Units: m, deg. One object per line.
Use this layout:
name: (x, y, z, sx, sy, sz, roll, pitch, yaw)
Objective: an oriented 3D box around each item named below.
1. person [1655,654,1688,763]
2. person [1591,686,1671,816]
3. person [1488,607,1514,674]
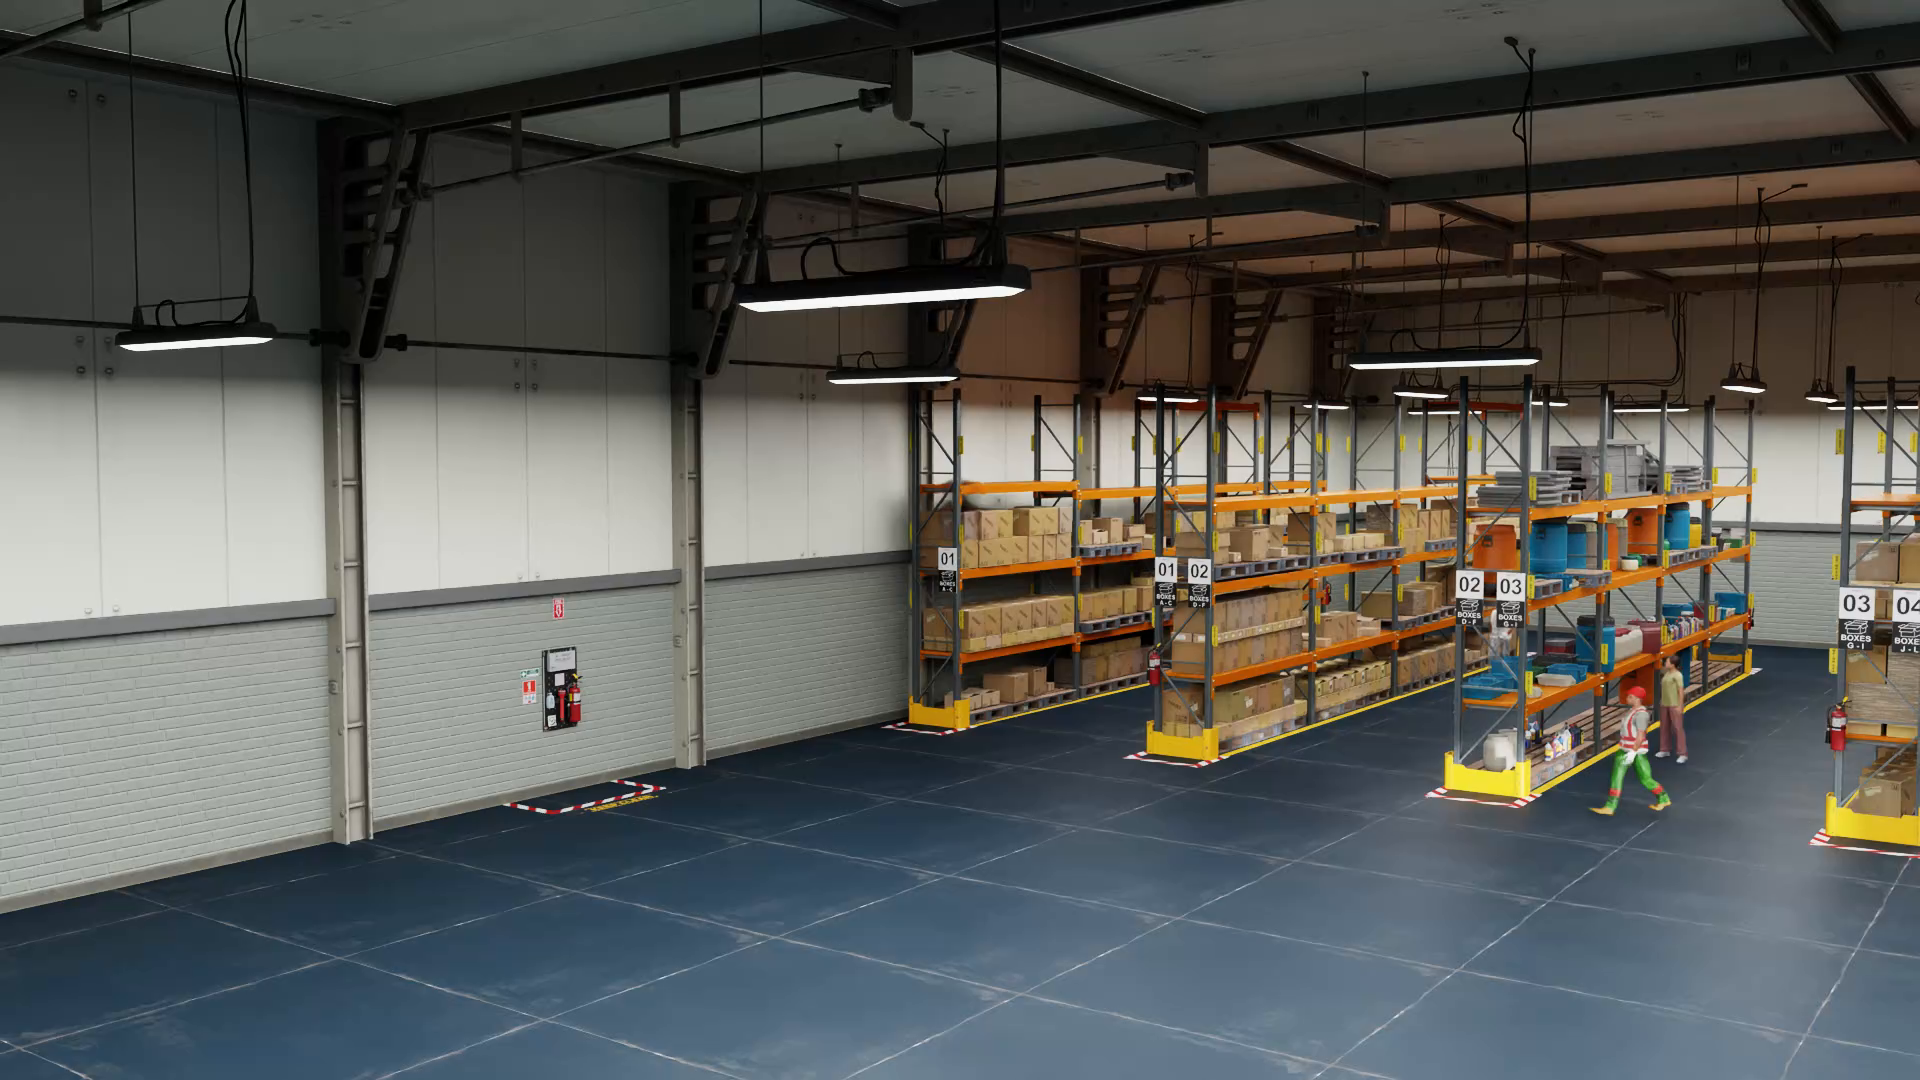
person: (11.353, 2.663, 26.425, 0.403, 1.675, 0.649, -1, 3, -21)
person: (9.092, 2.851, 22.411, 1.045, 1.758, 0.498, -1, 3, -19)
person: (11.567, 2.140, 35.564, 0.607, 1.808, 0.878, 2, 4, 36)
